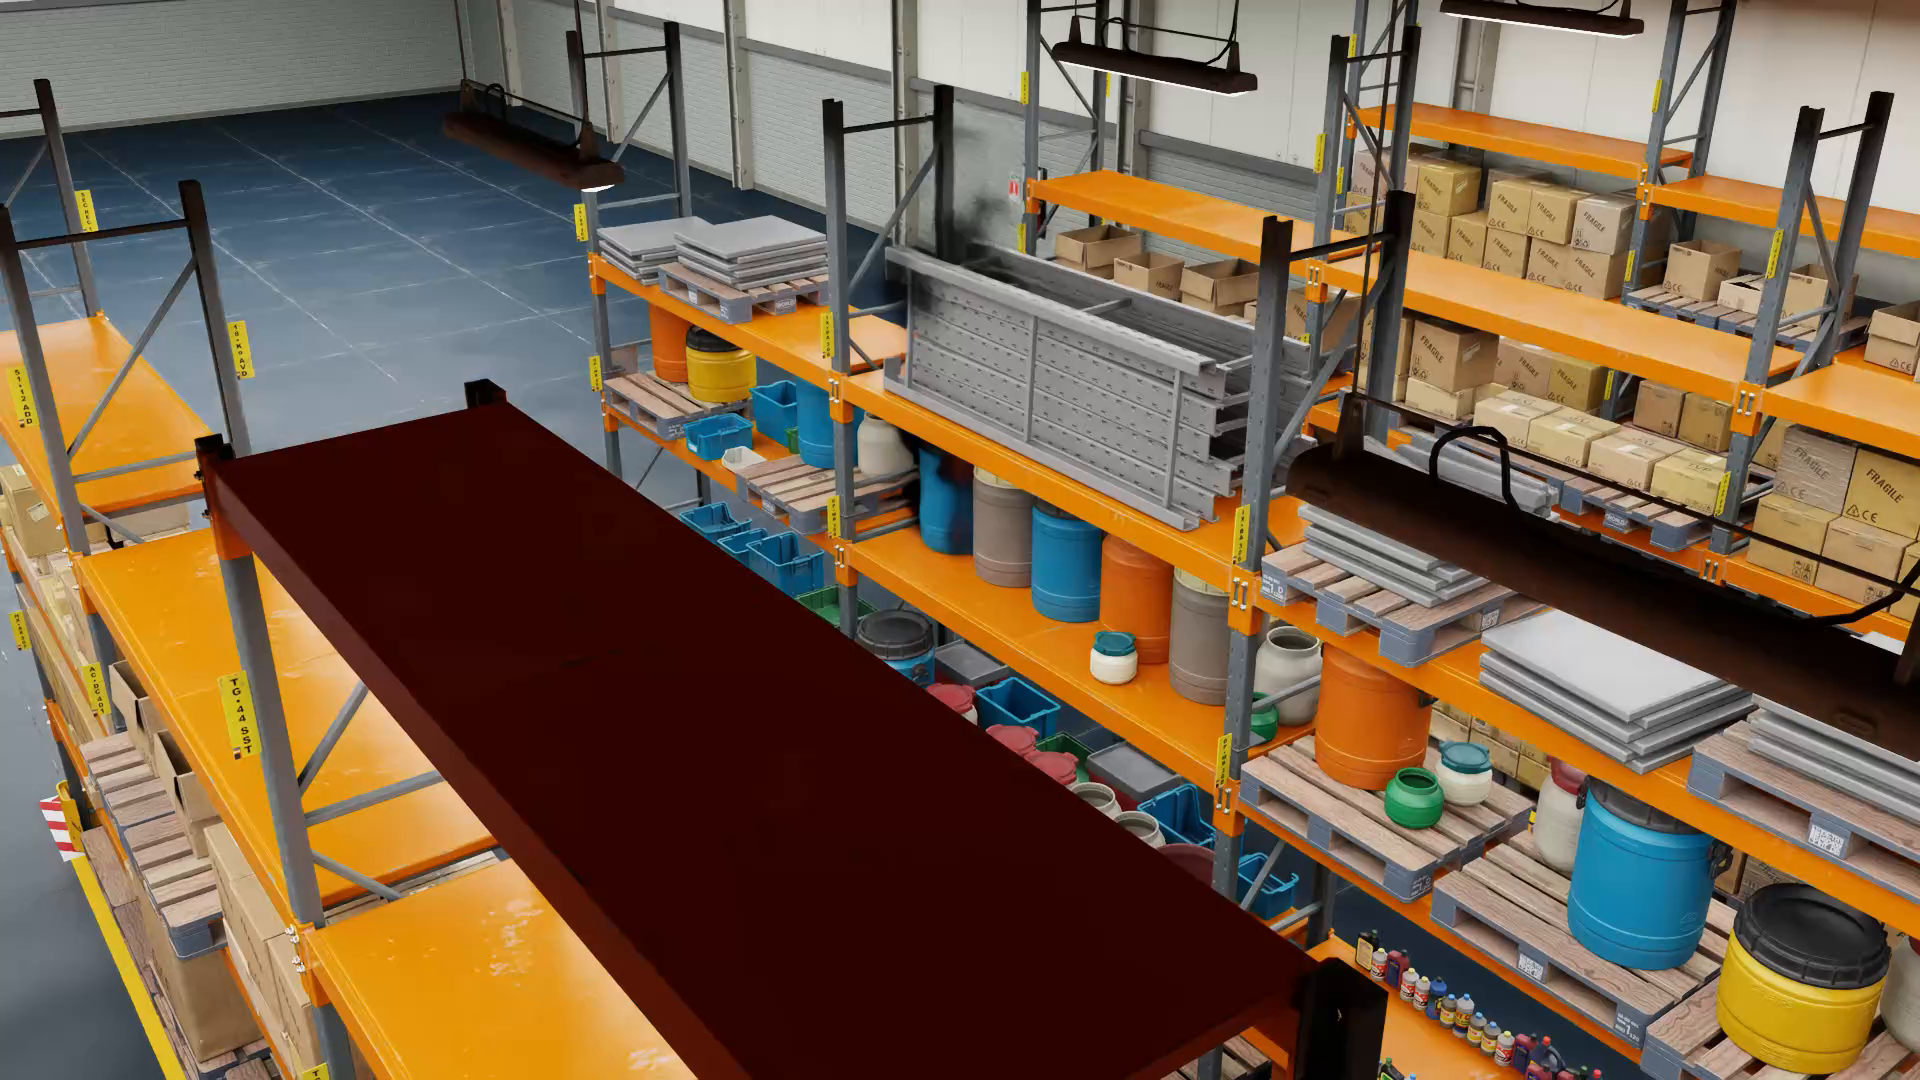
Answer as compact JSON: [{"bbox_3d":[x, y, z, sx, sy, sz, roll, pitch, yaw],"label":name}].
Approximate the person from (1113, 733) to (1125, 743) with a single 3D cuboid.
[{"bbox_3d":[1.560,1.358,13.960,0.626,1.732,0.675,22,33,39],"label":"person"}]
